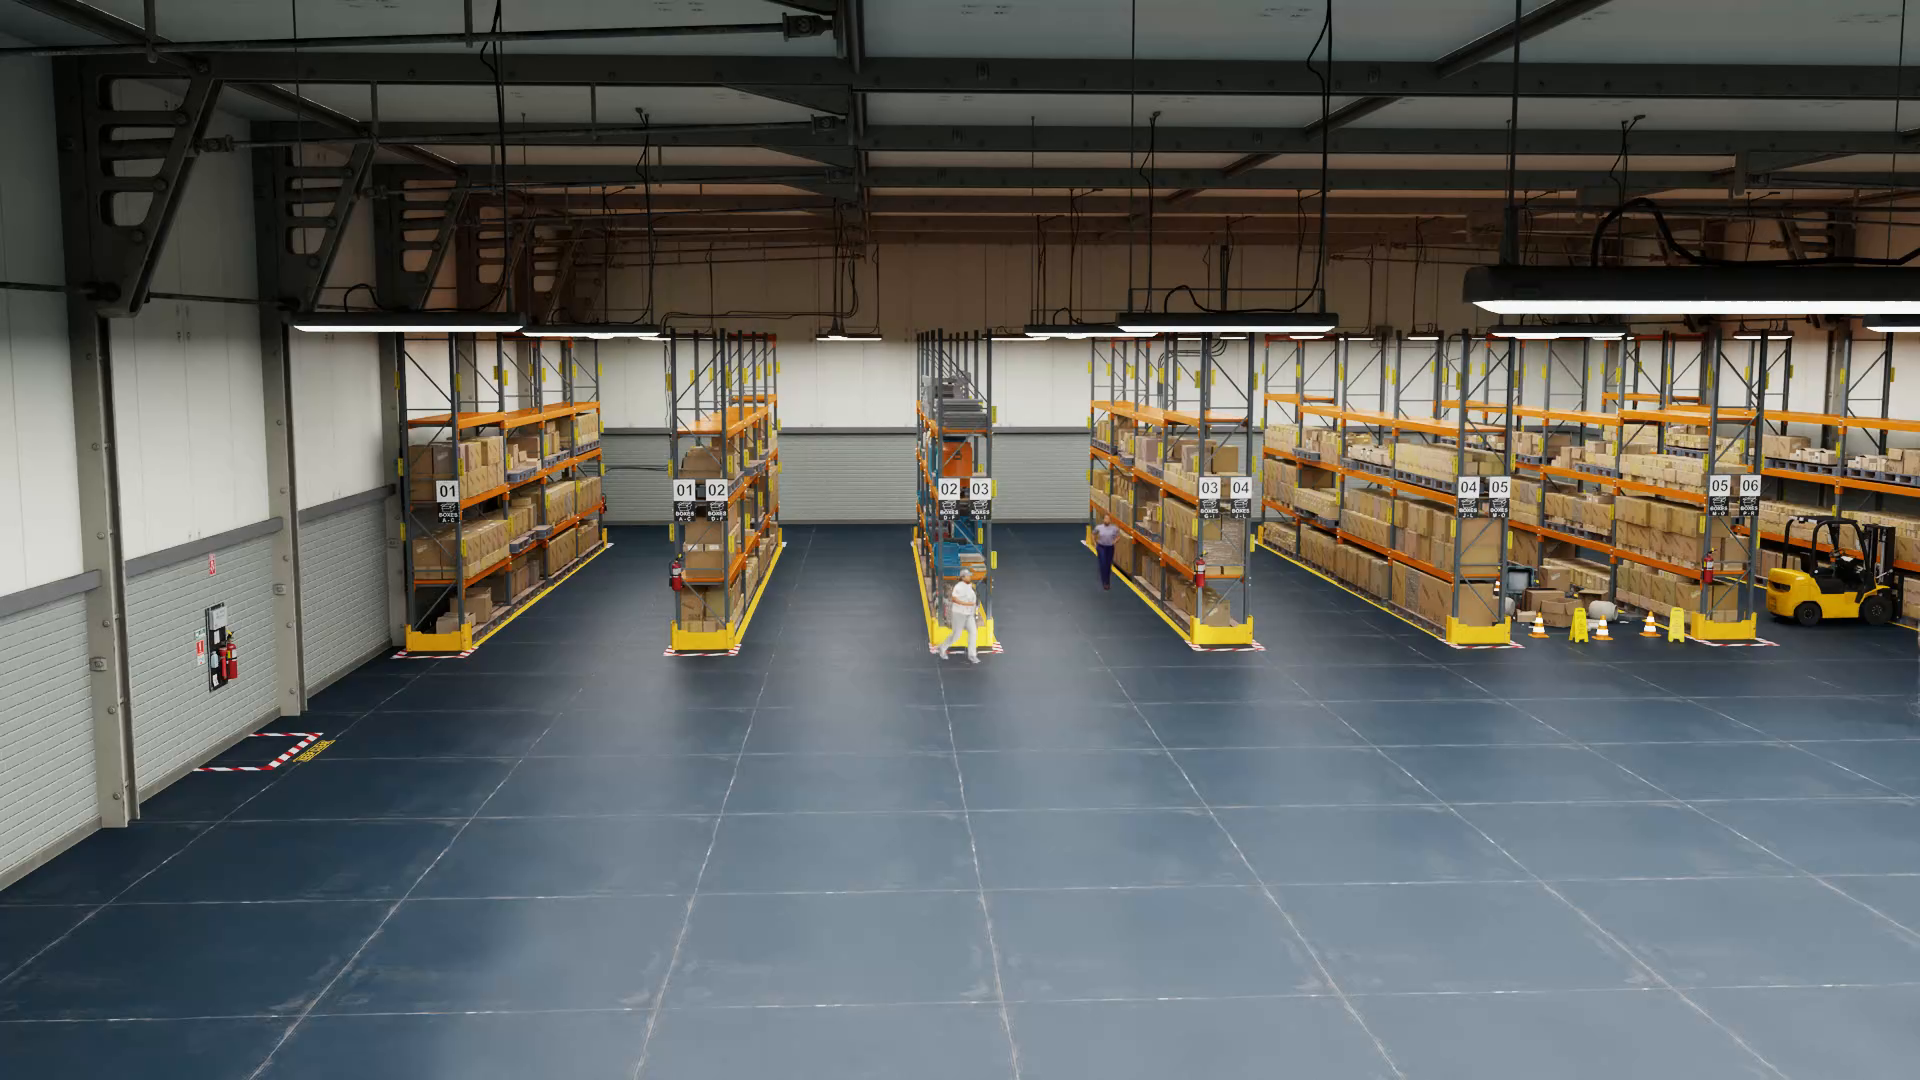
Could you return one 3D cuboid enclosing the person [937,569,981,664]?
[{"bbox_3d":[0.048,1.359,30.039,0.885,1.669,0.637,4,8,32],"label":"person"}]

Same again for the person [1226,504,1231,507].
[{"bbox_3d":[7.425,-0.751,47.300,0.727,1.758,0.944,0,7,3],"label":"person"}]

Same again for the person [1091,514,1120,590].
[{"bbox_3d":[3.260,0.270,37.045,0.623,1.709,0.785,-1,7,-8],"label":"person"}]
